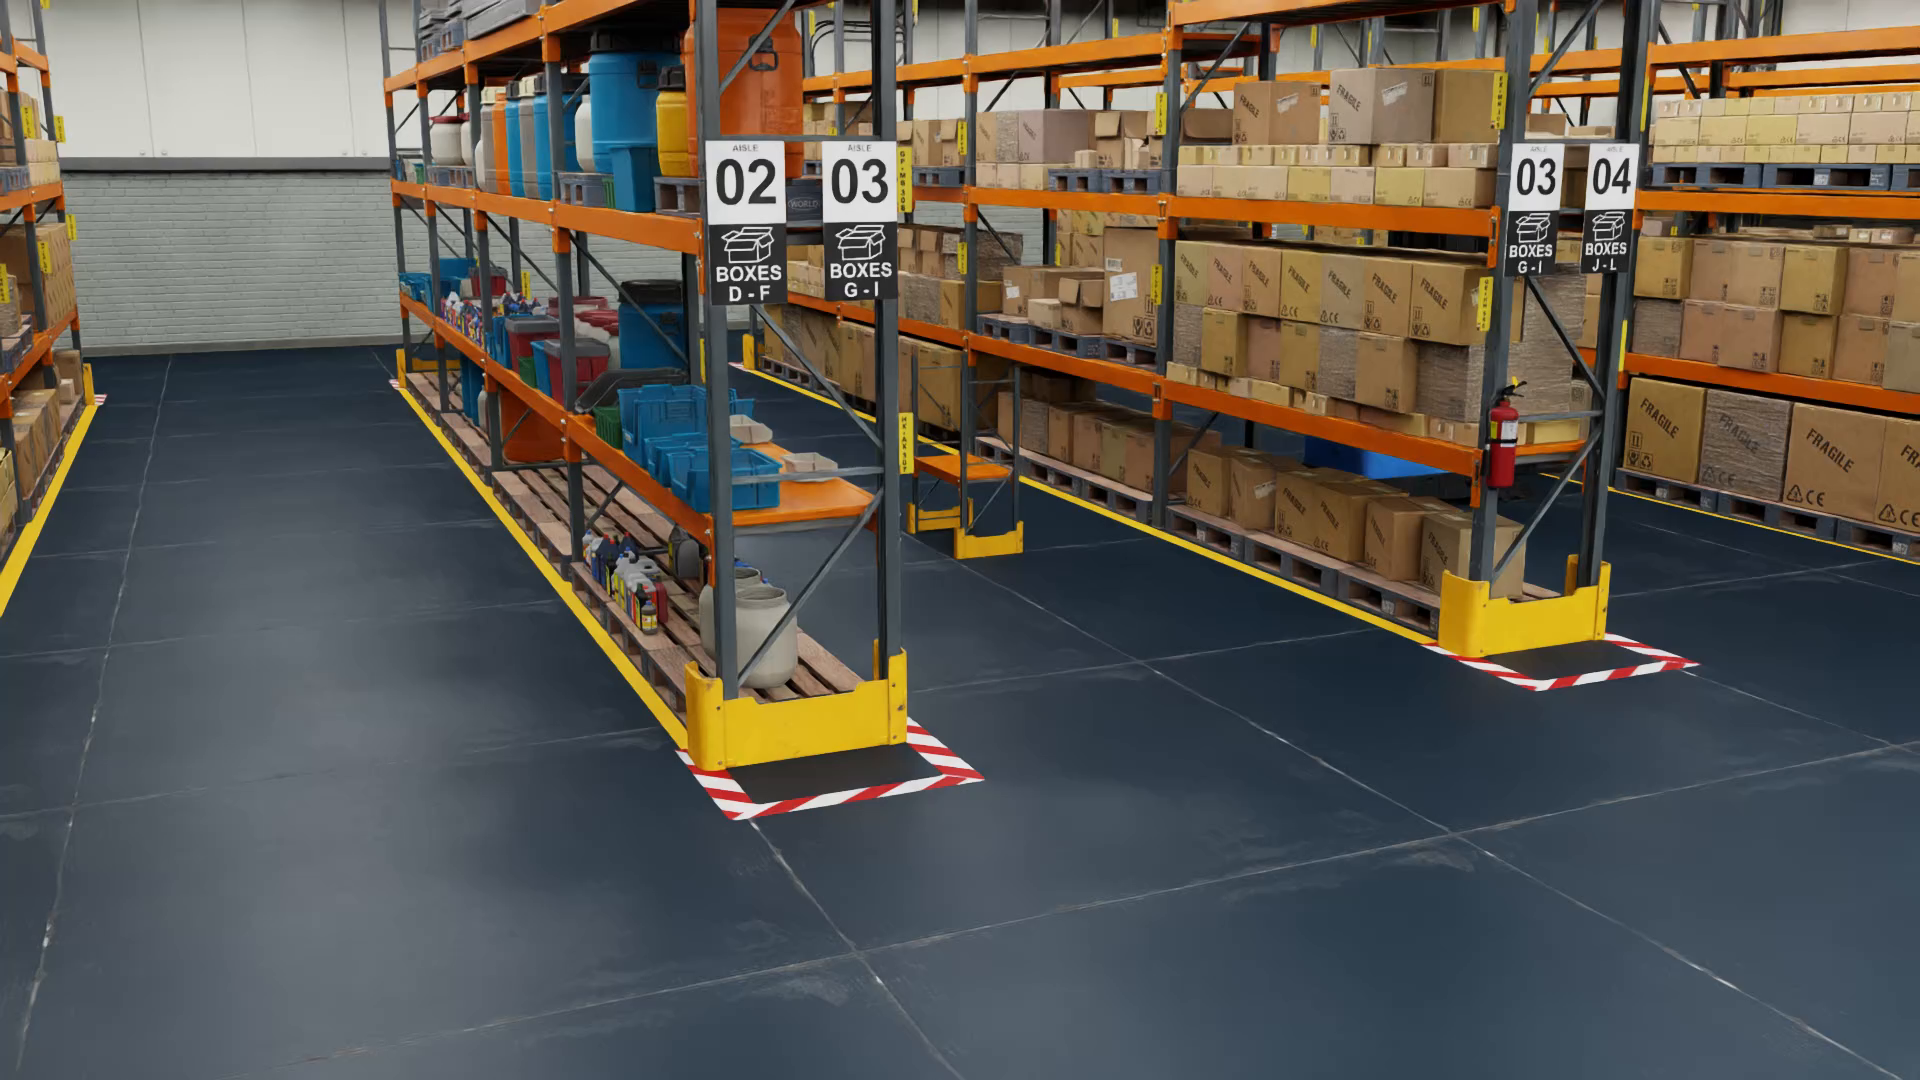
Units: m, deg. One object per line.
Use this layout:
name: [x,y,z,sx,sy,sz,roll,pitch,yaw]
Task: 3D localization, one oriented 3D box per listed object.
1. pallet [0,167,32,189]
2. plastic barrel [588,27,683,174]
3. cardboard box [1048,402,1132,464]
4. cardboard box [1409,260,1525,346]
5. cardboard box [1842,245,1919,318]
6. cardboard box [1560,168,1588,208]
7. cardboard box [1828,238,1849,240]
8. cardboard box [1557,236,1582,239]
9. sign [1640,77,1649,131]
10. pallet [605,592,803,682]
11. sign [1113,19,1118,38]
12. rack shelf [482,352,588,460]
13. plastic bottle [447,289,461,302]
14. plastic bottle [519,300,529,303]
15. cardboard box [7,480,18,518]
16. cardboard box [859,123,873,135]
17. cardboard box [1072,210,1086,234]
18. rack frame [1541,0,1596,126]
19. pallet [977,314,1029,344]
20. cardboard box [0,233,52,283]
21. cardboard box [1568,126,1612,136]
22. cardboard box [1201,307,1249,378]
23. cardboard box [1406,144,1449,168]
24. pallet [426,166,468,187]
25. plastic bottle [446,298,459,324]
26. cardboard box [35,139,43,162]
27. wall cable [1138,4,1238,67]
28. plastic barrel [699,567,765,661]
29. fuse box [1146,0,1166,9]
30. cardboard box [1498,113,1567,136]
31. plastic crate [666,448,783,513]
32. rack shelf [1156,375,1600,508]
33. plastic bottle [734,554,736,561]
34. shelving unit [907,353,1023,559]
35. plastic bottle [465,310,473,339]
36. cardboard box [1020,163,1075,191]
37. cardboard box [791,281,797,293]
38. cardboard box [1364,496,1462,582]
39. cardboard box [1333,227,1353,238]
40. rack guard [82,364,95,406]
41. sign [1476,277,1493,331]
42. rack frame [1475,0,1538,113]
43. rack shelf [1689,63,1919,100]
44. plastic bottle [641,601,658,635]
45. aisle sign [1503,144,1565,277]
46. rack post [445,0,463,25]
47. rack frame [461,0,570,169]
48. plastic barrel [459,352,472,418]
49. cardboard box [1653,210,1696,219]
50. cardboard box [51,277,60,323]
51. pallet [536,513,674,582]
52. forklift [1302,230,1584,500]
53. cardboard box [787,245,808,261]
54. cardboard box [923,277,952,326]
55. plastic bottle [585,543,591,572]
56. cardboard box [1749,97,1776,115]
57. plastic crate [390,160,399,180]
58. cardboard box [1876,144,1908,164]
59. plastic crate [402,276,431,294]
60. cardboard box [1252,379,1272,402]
pallet: [-9.950,-3.590,16.493,1.213,0.211,1.003,-6,14,-23]
plastic barrel: [-2.102,-2.850,10.836,0.600,0.901,0.708,-6,14,-23]
cardboard box: [1.287,-1.059,16.360,0.700,0.500,0.500,-4,14,-18]
cardboard box: [3.291,-1.548,10.807,0.500,0.500,0.500,-6,14,-23]
cardboard box: [7.805,-2.116,13.632,0.875,0.550,0.550,-6,14,-23]
cardboard box: [3.782,-2.287,10.780,0.500,0.250,0.500,-5,14,-21]
cardboard box: [10.689,-3.331,19.795,0.500,0.500,0.500,-6,14,-25]
cardboard box: [6.107,-2.878,17.213,0.700,0.500,0.500,-6,14,-23]
sign: [4.235,-2.712,10.346,0.100,0.325,0.005,-6,14,-23]
pallet: [-1.679,0.598,10.816,1.003,0.211,1.213,-6,14,-23]
sign: [2.431,-8.010,26.097,0.100,0.325,0.005,-6,14,-23]
rack shelf: [-3.204,-1.218,14.075,1.077,0.370,4.000,-6,14,-23]
plastic bottle: [-5.747,-2.674,18.878,0.144,0.351,0.185,-6,14,-23]
plastic bottle: [-4.805,-2.516,18.362,0.152,0.276,0.135,-6,14,-23]
cardboard box: [-8.111,-0.313,13.737,0.500,0.250,0.500,-5,14,-22]
cardboard box: [-0.827,-4.851,20.372,0.700,0.500,0.500,-5,14,-22]
cardboard box: [2.059,-4.969,25.589,0.500,0.500,0.500,-5,14,-21]
rack frame: [10.956,-8.349,29.985,1.000,3.000,0.127,-6,14,-23]
pallet: [0.917,-2.198,17.139,1.213,0.211,1.003,-6,14,-23]
cardboard box: [-10.078,-3.020,17.826,0.500,0.500,0.500,-5,14,-21]
cardboard box: [8.642,-5.377,22.643,0.500,0.500,0.500,-5,14,-22]
cardboard box: [2.427,-1.591,13.210,0.875,0.500,0.500,-6,14,-23]
cardboard box: [3.134,-2.499,10.810,0.380,0.149,0.250,-6,14,-25]
pallet: [-5.204,-4.024,18.371,1.213,0.211,1.003,-6,14,-23]
plastic bottle: [-5.624,-2.542,18.475,0.152,0.276,0.135,-6,14,-23]
cardboard box: [-10.506,-4.324,18.470,0.500,0.250,0.500,-6,14,-23]
wall cable: [4.563,-9.117,33.303,2.355,3.000,0.029,-6,14,-23]
plastic barrel: [-1.335,0.446,9.876,0.421,0.512,0.421,0,13,0]
fuse box: [3.908,-10.593,32.585,0.513,0.334,0.176,-6,14,-23]
cardboard box: [6.071,-4.286,17.707,0.500,0.500,0.500,-6,14,-23]
plastic crate: [-1.275,-0.333,8.984,0.499,0.251,0.616,-6,14,-23]
rack shelf: [2.937,-0.839,12.437,1.077,0.370,4.000,-6,14,-23]
plastic bottle: [-1.613,0.205,11.397,0.152,0.276,0.135,-5,14,-22]
shelving unit: [0.031,-0.715,13.633,0.587,1.500,1.083,-6,14,-23]
plastic bottle: [-5.016,-2.206,17.007,0.061,0.283,0.133,-6,14,-23]
cardboard box: [0.908,-3.486,15.958,0.500,0.250,0.500,-5,14,-22]
cardboard box: [-2.107,-3.484,22.830,0.380,0.149,0.250,-5,14,-22]
cardboard box: [3.232,-0.014,11.889,0.500,0.500,0.500,-2,13,-8]
cardboard box: [6.554,-5.282,27.598,0.500,0.500,0.500,-6,14,-24]
rack guard: [-11.719,-1.954,21.204,1.175,0.500,0.348,-6,14,-23]
sign: [3.221,-1.448,10.206,0.100,0.325,0.005,-6,14,-23]
rack frame: [8.011,-7.073,24.474,1.000,3.000,0.127,-6,14,-23]
rack shelf: [10.415,-5.288,19.244,1.077,0.370,4.000,-6,14,-23]
plastic bottle: [-1.938,0.480,10.372,0.097,0.201,0.097,0,13,0]
aisle sign: [3.488,-2.003,10.105,0.394,0.787,0.004,-6,14,-23]
rack post: [-4.333,-5.013,15.742,0.954,0.300,0.937,-6,14,-23]
rack frame: [-4.005,-4.904,15.102,1.000,3.000,0.127,-6,14,-23]
plastic barrel: [-5.405,-1.876,19.047,0.600,0.901,0.708,-6,14,-23]
cardboard box: [12.205,-5.368,28.422,0.500,0.500,0.500,-6,14,-25]
cardboard box: [-10.310,-2.645,18.426,0.500,0.500,0.500,-5,14,-22]
pallet: [-2.753,0.045,13.209,1.003,0.211,1.213,-6,14,-23]
forklift: [4.789,-1.900,15.579,3.031,2.935,1.130,-6,14,-23]
cardboard box: [-2.313,-4.186,23.312,0.500,0.500,0.500,-6,14,-24]
cardboard box: [-0.086,-2.661,18.492,0.500,0.500,0.500,-6,14,-23]
plastic bottle: [-2.636,0.120,11.928,0.097,0.201,0.097,0,13,0]
cardboard box: [6.965,-3.694,14.161,0.380,0.149,0.250,-5,14,-22]
plastic crate: [-7.311,-4.927,22.144,0.497,0.269,0.590,-6,14,-23]
cardboard box: [7.472,-3.044,13.121,0.380,0.149,0.250,-6,14,-24]
plastic crate: [-7.148,-3.365,21.996,0.416,0.233,0.300,-6,14,-23]
cardboard box: [2.470,-1.152,12.754,0.380,0.149,0.250,-6,14,-23]
